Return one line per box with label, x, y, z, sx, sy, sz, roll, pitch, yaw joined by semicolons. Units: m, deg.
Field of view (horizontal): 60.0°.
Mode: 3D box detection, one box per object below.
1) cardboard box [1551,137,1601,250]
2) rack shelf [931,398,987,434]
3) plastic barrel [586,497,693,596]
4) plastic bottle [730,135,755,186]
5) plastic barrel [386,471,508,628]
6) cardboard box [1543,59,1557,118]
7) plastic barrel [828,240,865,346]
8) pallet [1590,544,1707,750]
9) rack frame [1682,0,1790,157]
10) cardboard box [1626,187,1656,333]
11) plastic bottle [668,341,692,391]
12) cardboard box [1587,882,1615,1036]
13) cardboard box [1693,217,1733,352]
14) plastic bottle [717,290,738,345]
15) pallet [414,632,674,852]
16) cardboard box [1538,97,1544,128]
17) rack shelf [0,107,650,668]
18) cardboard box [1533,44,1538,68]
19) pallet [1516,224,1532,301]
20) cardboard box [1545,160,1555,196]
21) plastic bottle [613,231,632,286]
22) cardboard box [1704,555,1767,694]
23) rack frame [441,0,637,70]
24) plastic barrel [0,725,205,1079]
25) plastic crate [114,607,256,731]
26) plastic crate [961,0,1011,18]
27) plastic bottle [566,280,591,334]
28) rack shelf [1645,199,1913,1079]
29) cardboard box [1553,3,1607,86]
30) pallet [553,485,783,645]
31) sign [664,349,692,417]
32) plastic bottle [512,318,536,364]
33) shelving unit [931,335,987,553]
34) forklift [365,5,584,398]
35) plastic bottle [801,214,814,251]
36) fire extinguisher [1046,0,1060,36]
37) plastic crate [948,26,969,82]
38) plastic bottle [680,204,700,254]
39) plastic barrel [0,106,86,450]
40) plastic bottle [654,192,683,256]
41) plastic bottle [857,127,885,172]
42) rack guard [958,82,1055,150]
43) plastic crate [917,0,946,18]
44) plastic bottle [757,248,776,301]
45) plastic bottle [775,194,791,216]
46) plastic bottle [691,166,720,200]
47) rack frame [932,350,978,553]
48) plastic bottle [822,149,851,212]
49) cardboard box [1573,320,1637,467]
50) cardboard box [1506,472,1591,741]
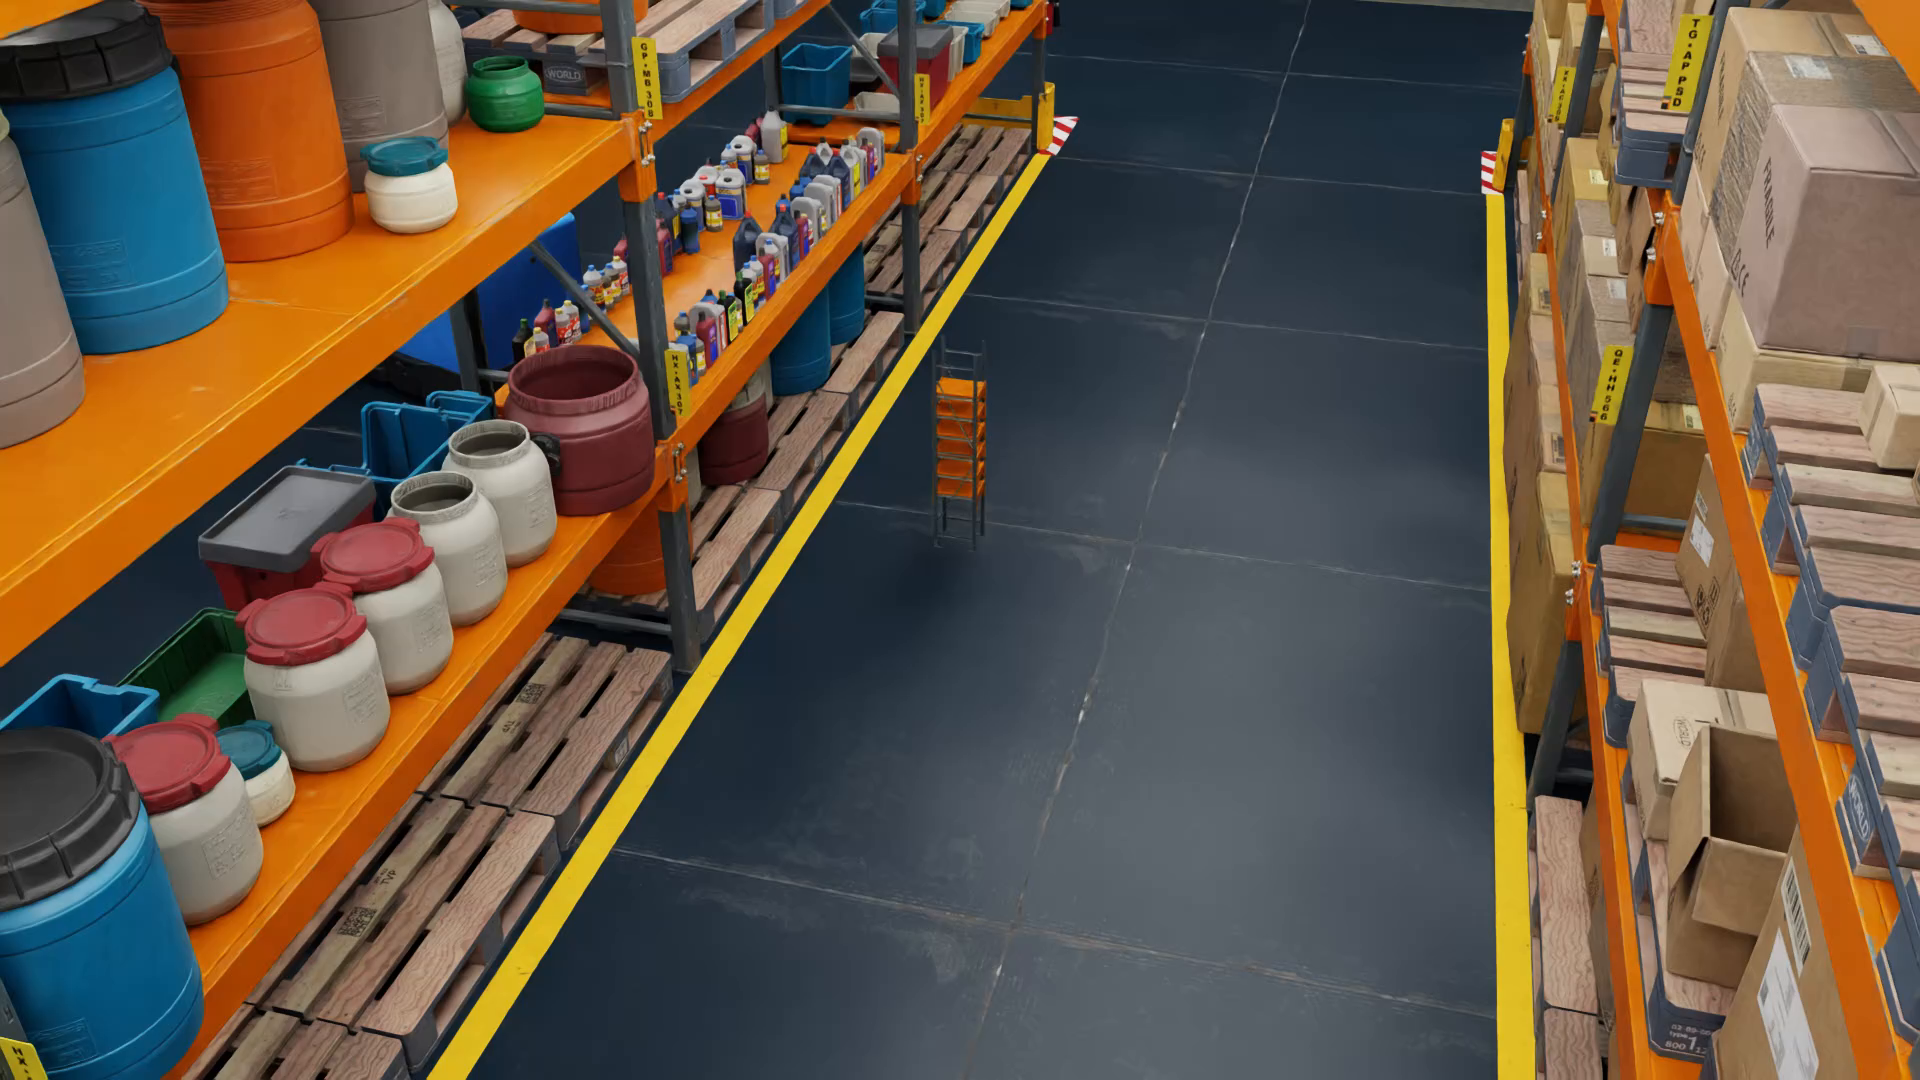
cardboard box;3.660;-1.937;9.407;0.500;0.500;0.500;8;33;13
rack shelf;-0.004;-0.664;8.811;0.258;0.103;0.180;8;33;12
plastic barrel;-1.679;-0.215;8.424;0.600;0.830;0.708;8;33;12
plastic bottle;-1.351;-2.343;10.255;0.152;0.276;0.135;8;33;12
plastic barrel;-1.948;0.037;6.292;0.421;0.512;0.421;0;32;0
cardboard box;4.135;-2.960;10.972;0.500;0.250;0.500;9;33;13
plastic barrel;-0.926;-1.785;10.826;0.600;0.901;0.708;8;33;12
pallet;2.926;0.442;5.938;1.213;0.211;1.003;8;33;12
rack frame;3.004;-2.555;4.881;1.000;3.000;0.127;8;33;12
cardboard box;3.373;-1.204;7.319;0.797;0.503;0.637;9;33;13
plastic bottle;-1.365;-0.826;7.869;0.152;0.276;0.135;8;33;12
cardboard box;2.725;1.486;6.037;0.700;0.500;0.500;5;33;8
cardboard box;2.508;-0.750;4.978;0.500;0.250;0.500;9;33;14
plastic bottle;-1.169;-1.132;8.344;0.061;0.283;0.133;8;33;12
pallet;-2.021;0.876;7.675;1.003;0.211;1.213;8;33;12
cardboard box;4.105;-2.863;11.191;0.380;0.149;0.250;7;33;12
rack shelf;-2.295;-0.622;5.307;1.077;0.370;4.000;8;33;12
cardboard box;4.431;-3.528;12.237;0.380;0.149;0.250;8;33;12
pallet;4.595;-1.941;12.107;1.003;0.211;1.213;8;33;12
cardboard box;3.779;-2.196;10.142;0.380;0.149;0.250;8;33;13
plastic bottle;-1.807;-1.509;8.937;0.061;0.283;0.133;8;33;12
cardboard box;2.861;0.346;5.425;0.700;0.500;0.500;13;35;19
rack frame;-1.787;-3.229;5.942;1.000;3.000;0.127;8;33;12
plastic barrel;-2.411;1.007;4.402;0.600;0.901;0.708;8;33;12
plastic crate;-2.633;0.525;5.825;0.450;0.188;0.662;8;33;12
plastic crate;0.211;-4.315;13.432;0.396;0.136;0.243;8;33;12
plastic bottle;-1.942;-1.189;8.445;0.097;0.271;0.097;0;32;0
rack shelf;2.496;0.052;4.246;1.077;0.370;4.000;8;33;12
cardboard box;4.008;-3.012;10.356;0.500;0.500;0.500;8;33;13
pallet;-1.627;0.064;8.952;1.003;0.211;1.213;8;33;12
sign;-1.253;-0.695;7.396;0.100;0.325;0.005;8;33;12
plastic bottle;-2.097;-0.916;8.004;0.061;0.283;0.133;8;33;12
shelving unit;-0.004;-0.499;8.916;0.258;1.200;0.189;8;33;12
forklift;-3.935;-2.628;10.651;3.031;2.935;1.130;19;37;28
plastic bottle;-0.876;-1.736;9.369;0.097;0.201;0.097;0;32;0
fire extinguisher;0.721;-4.675;14.228;0.296;0.674;0.183;8;33;12
plastic crate;-0.206;-3.516;12.039;0.437;0.282;0.530;8;33;12
plastic bottle;-1.518;-1.753;9.331;0.097;0.271;0.097;0;32;0
plastic barrel;-2.717;-0.732;4.343;0.600;0.901;0.600;0;32;0
plastic bottle;-1.646;-1.780;9.300;0.144;0.351;0.185;8;33;12
plastic bottle;-0.559;-2.472;10.459;0.152;0.276;0.135;8;33;12
rack guard;0.237;-3.808;14.775;1.175;0.500;0.348;8;33;12
plastic crate;-0.305;-4.379;13.442;0.416;0.233;0.300;8;33;12
plastic bottle;-1.027;-1.422;8.800;0.061;0.283;0.133;8;33;12
plastic bottle;-0.998;-1.836;9.463;0.097;0.271;0.097;0;32;0
plastic bottle;-1.493;-2.052;9.798;0.152;0.276;0.135;8;33;12
rack frame;-0.027;-0.451;8.842;0.240;1.200;0.006;8;33;12
plastic bottle;-0.736;-2.135;9.858;0.144;0.351;0.185;8;33;12
cardboard box;3.022;-0.613;7.325;0.500;0.500;0.500;8;33;12
cardboard box;3.199;0.341;7.507;1.225;0.875;0.875;7;33;10
